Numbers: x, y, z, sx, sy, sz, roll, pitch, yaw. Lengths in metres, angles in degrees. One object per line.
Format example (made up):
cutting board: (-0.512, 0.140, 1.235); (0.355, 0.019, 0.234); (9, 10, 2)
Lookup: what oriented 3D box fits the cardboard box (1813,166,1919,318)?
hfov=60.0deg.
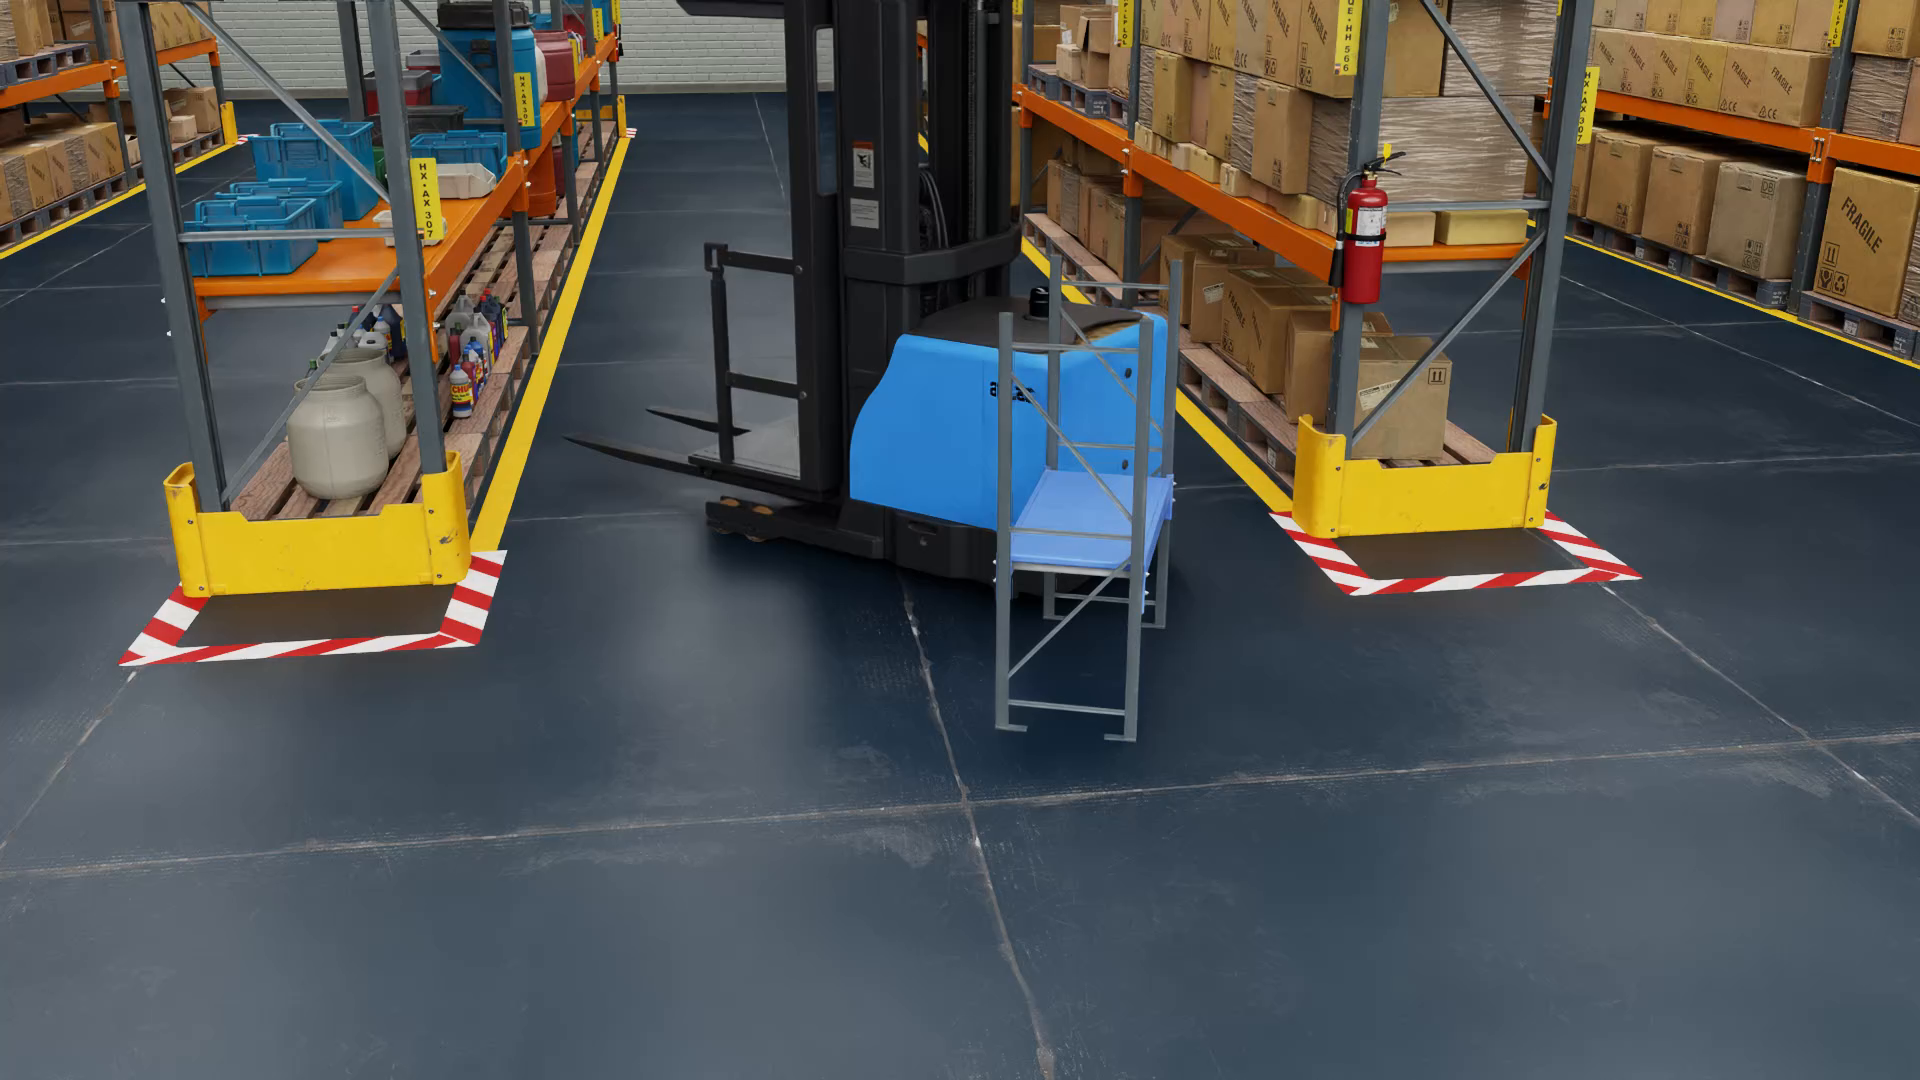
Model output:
cardboard box: (6.568, -2.053, 11.362); (0.875, 0.875, 0.875); (-3, 21, -7)

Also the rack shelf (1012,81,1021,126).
rack shelf: (0.759, -4.598, 16.768); (1.077, 0.370, 4.000); (-3, 21, -8)

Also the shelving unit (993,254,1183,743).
shelving unit: (0.482, -0.191, 6.084); (0.538, 1.500, 1.048); (4, 21, 12)

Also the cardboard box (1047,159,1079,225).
cardboard box: (1.164, -3.047, 14.530); (0.700, 0.500, 0.500); (-4, 21, -11)

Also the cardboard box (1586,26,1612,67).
cardboard box: (5.768, -4.336, 14.894); (0.500, 0.500, 0.500); (-3, 21, -7)

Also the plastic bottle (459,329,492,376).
plastic bottle: (-2.806, -1.095, 9.624); (0.152, 0.276, 0.135); (-3, 21, -7)

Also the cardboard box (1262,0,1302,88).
cardboard box: (1.799, -2.478, 8.067); (0.500, 0.500, 0.500); (-3, 21, -8)

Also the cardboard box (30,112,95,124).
cardboard box: (-9.696, -4.347, 18.012); (0.500, 0.500, 0.500); (-3, 21, -8)

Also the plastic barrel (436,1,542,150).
plastic barrel: (-3.033, -2.992, 10.723); (0.600, 0.901, 0.708); (-3, 21, -8)

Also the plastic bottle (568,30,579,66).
plastic bottle: (-3.948, -4.989, 16.857); (0.144, 0.351, 0.185); (-3, 21, -8)

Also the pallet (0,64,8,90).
pallet: (-8.923, -3.885, 14.106); (1.213, 0.211, 1.003); (-3, 21, -8)

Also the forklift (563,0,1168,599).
forklift: (-0.583, -1.501, 7.546); (3.031, 2.935, 1.130); (13, 24, 31)

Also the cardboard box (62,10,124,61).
cardboard box: (-9.137, -5.366, 17.654); (0.500, 0.500, 0.500); (-2, 21, -6)

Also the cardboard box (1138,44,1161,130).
cardboard box: (1.628, -2.885, 10.585); (0.875, 0.500, 0.500); (-3, 21, -8)

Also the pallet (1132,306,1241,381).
pallet: (1.756, -1.321, 10.950); (1.003, 0.211, 1.213); (-3, 21, -8)

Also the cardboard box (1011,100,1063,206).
cardboard box: (0.968, -3.684, 15.729); (1.225, 0.875, 0.875); (-4, 21, -10)

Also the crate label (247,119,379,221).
crate label: (-3.234, -1.863, 8.367); (0.502, 0.435, 0.616); (-3, 21, -8)

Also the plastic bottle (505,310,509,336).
plastic bottle: (-2.917, -1.393, 10.530); (0.097, 0.201, 0.097); (0, 20, 0)

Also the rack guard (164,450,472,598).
rack guard: (-2.758, -0.076, 7.205); (1.175, 0.500, 0.348); (-3, 21, -8)

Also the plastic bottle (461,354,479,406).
plastic bottle: (-2.668, -0.879, 9.037); (0.061, 0.283, 0.133); (-3, 21, -7)

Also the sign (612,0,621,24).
sign: (-4.465, -6.872, 21.596); (0.100, 0.325, 0.005); (-3, 21, -8)

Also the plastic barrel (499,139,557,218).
plastic barrel: (-3.941, -3.341, 14.877); (0.600, 0.830, 0.708); (-3, 21, -8)

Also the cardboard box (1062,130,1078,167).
cardboard box: (1.174, -3.398, 14.400); (0.500, 0.250, 0.500); (-2, 21, -6)

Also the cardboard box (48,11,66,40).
cardboard box: (-9.659, -5.336, 17.573); (0.500, 0.500, 0.500); (-3, 21, -7)

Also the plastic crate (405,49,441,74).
plastic crate: (-3.924, -3.448, 12.569); (0.402, 0.464, 0.583); (-3, 21, -8)

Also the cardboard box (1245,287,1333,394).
cardboard box: (1.936, -1.138, 9.449); (0.500, 0.500, 0.500); (-1, 21, -3)

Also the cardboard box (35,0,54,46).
cardboard box: (-9.486, -5.197, 16.602); (0.700, 0.500, 0.500); (-10, 23, -26)

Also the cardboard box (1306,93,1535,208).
cardboard box: (2.148, -1.851, 7.816); (0.875, 0.500, 0.500); (-3, 21, -8)

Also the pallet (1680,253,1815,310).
pallet: (6.361, -2.030, 12.849); (1.003, 0.211, 1.213); (-3, 21, -8)

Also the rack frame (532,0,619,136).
rack frame: (-5.007, -6.763, 21.535); (1.000, 3.000, 0.127); (-3, 21, -8)

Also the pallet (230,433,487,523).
pallet: (-2.870, -0.222, 8.009); (1.003, 0.211, 1.213); (-3, 21, -8)

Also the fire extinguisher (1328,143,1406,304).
fire extinguisher: (1.761, -1.374, 7.217); (0.296, 0.674, 0.183); (-3, 21, -8)

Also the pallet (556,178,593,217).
pallet: (-4.181, -3.379, 16.461); (1.003, 0.211, 1.213); (-3, 21, -8)

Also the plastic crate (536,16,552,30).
plastic crate: (-5.202, -6.382, 20.671); (0.416, 0.233, 0.300); (-3, 21, -8)

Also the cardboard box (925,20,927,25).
cardboard box: (-0.153, -6.548, 20.750); (0.500, 0.250, 0.500); (-4, 21, -10)

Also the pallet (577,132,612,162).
pallet: (-4.754, -4.747, 20.125); (1.003, 0.211, 1.213); (-3, 21, -8)

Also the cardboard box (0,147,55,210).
cardboard box: (-8.687, -3.306, 15.225); (0.500, 0.500, 0.500); (-3, 21, -8)

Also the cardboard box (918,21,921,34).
cardboard box: (-0.343, -6.666, 21.637); (0.380, 0.149, 0.250); (-3, 21, -9)

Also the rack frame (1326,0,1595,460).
rack frame: (2.201, -1.473, 7.372); (1.000, 3.000, 0.127); (-3, 21, -8)

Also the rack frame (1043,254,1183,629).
rack frame: (0.590, -0.365, 6.550); (0.500, 1.500, 0.032); (4, 21, 12)

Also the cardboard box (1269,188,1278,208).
cardboard box: (1.817, -1.790, 8.580); (0.380, 0.149, 0.250); (-3, 21, -8)

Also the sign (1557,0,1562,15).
sign: (5.434, -4.932, 15.093); (0.100, 0.325, 0.005); (-3, 21, -8)

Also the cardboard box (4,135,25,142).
cardboard box: (-9.352, -3.627, 16.084); (0.500, 0.500, 0.500); (-3, 21, -7)

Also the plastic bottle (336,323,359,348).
plastic bottle: (-3.483, -1.060, 9.424); (0.144, 0.351, 0.185); (-3, 21, -8)

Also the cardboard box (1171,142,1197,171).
cardboard box: (1.485, -2.303, 9.955); (0.380, 0.149, 0.250); (-3, 21, -8)

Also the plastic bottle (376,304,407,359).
plastic bottle: (-3.429, -1.280, 10.013); (0.144, 0.351, 0.185); (-3, 21, -8)

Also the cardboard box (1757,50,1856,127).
cardboard box: (6.207, -3.287, 12.086); (0.500, 0.500, 0.500); (-3, 21, -8)

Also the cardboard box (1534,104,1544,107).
cardboard box: (5.528, -4.233, 16.662); (0.500, 0.250, 0.500); (-3, 21, -7)

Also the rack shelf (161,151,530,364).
rack shelf: (-2.989, -1.578, 8.683); (1.077, 0.370, 4.000); (-3, 21, -8)

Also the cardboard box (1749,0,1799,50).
cardboard box: (6.393, -3.938, 12.400); (0.700, 0.500, 0.500); (-3, 21, -9)
